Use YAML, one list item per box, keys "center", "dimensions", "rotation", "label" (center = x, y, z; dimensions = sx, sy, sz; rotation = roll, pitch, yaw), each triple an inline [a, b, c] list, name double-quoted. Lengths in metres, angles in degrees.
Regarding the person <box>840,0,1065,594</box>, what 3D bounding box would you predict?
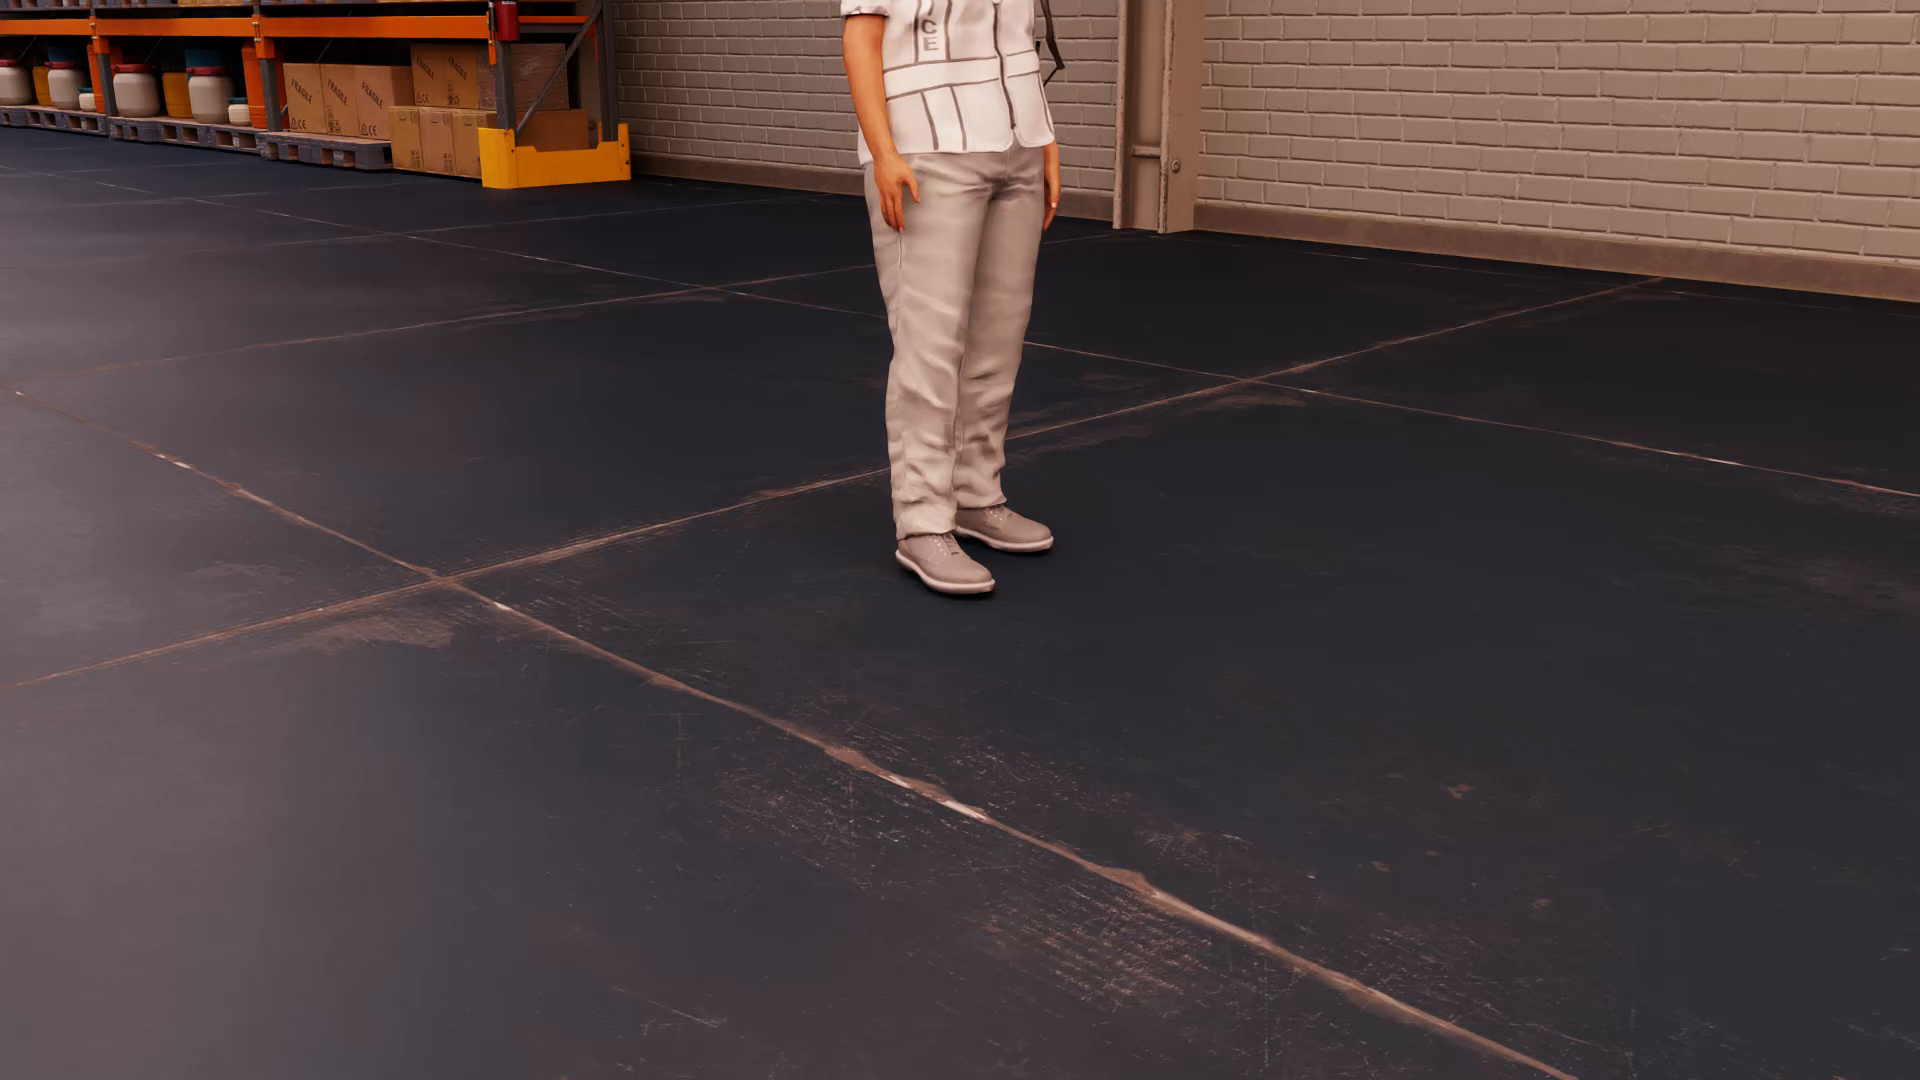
- center: [0.038, -0.784, 3.580]
  dimensions: [0.529, 1.670, 0.598]
  rotation: [16, 23, 42]
  label: "person"
